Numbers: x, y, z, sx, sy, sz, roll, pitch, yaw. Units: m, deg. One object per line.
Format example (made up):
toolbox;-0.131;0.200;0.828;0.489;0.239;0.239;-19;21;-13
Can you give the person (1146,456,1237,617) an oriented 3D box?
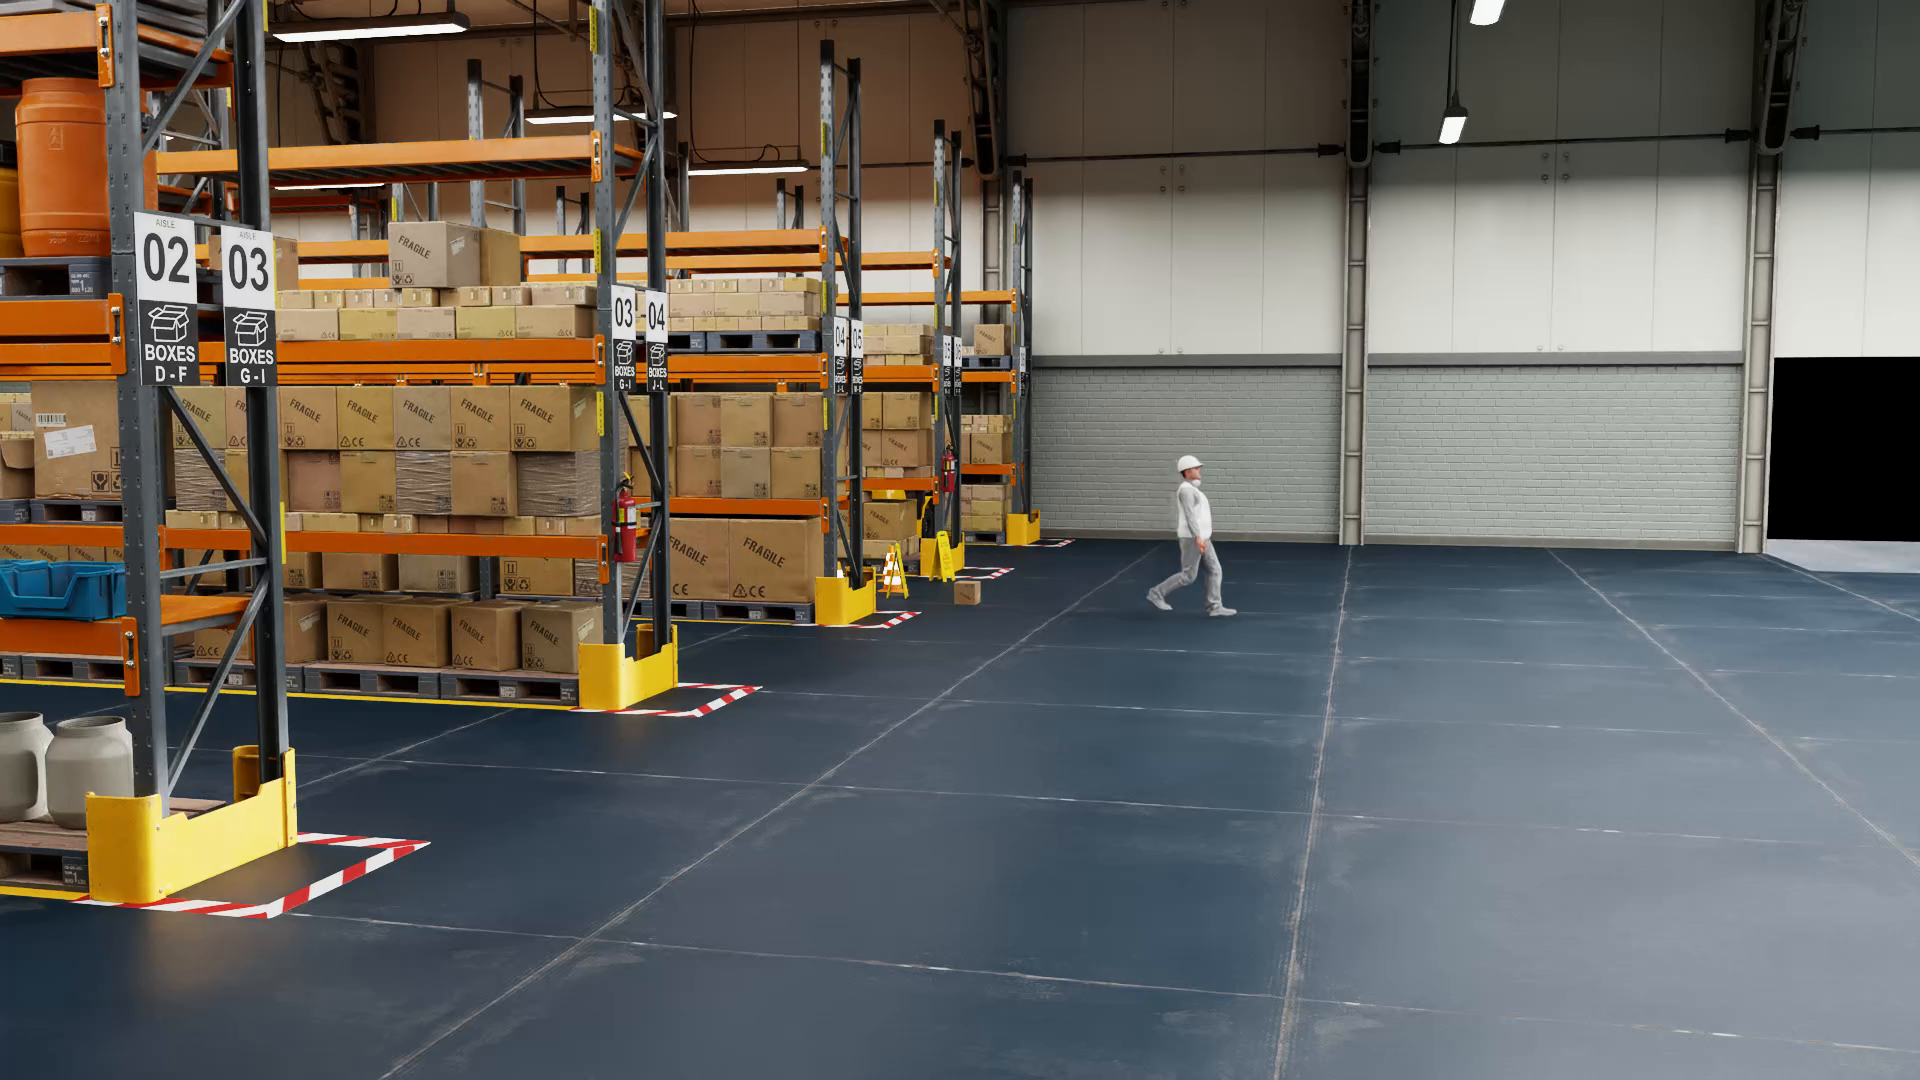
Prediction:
person;2.494;-0.038;17.846;0.949;1.732;0.552;1;5;16
